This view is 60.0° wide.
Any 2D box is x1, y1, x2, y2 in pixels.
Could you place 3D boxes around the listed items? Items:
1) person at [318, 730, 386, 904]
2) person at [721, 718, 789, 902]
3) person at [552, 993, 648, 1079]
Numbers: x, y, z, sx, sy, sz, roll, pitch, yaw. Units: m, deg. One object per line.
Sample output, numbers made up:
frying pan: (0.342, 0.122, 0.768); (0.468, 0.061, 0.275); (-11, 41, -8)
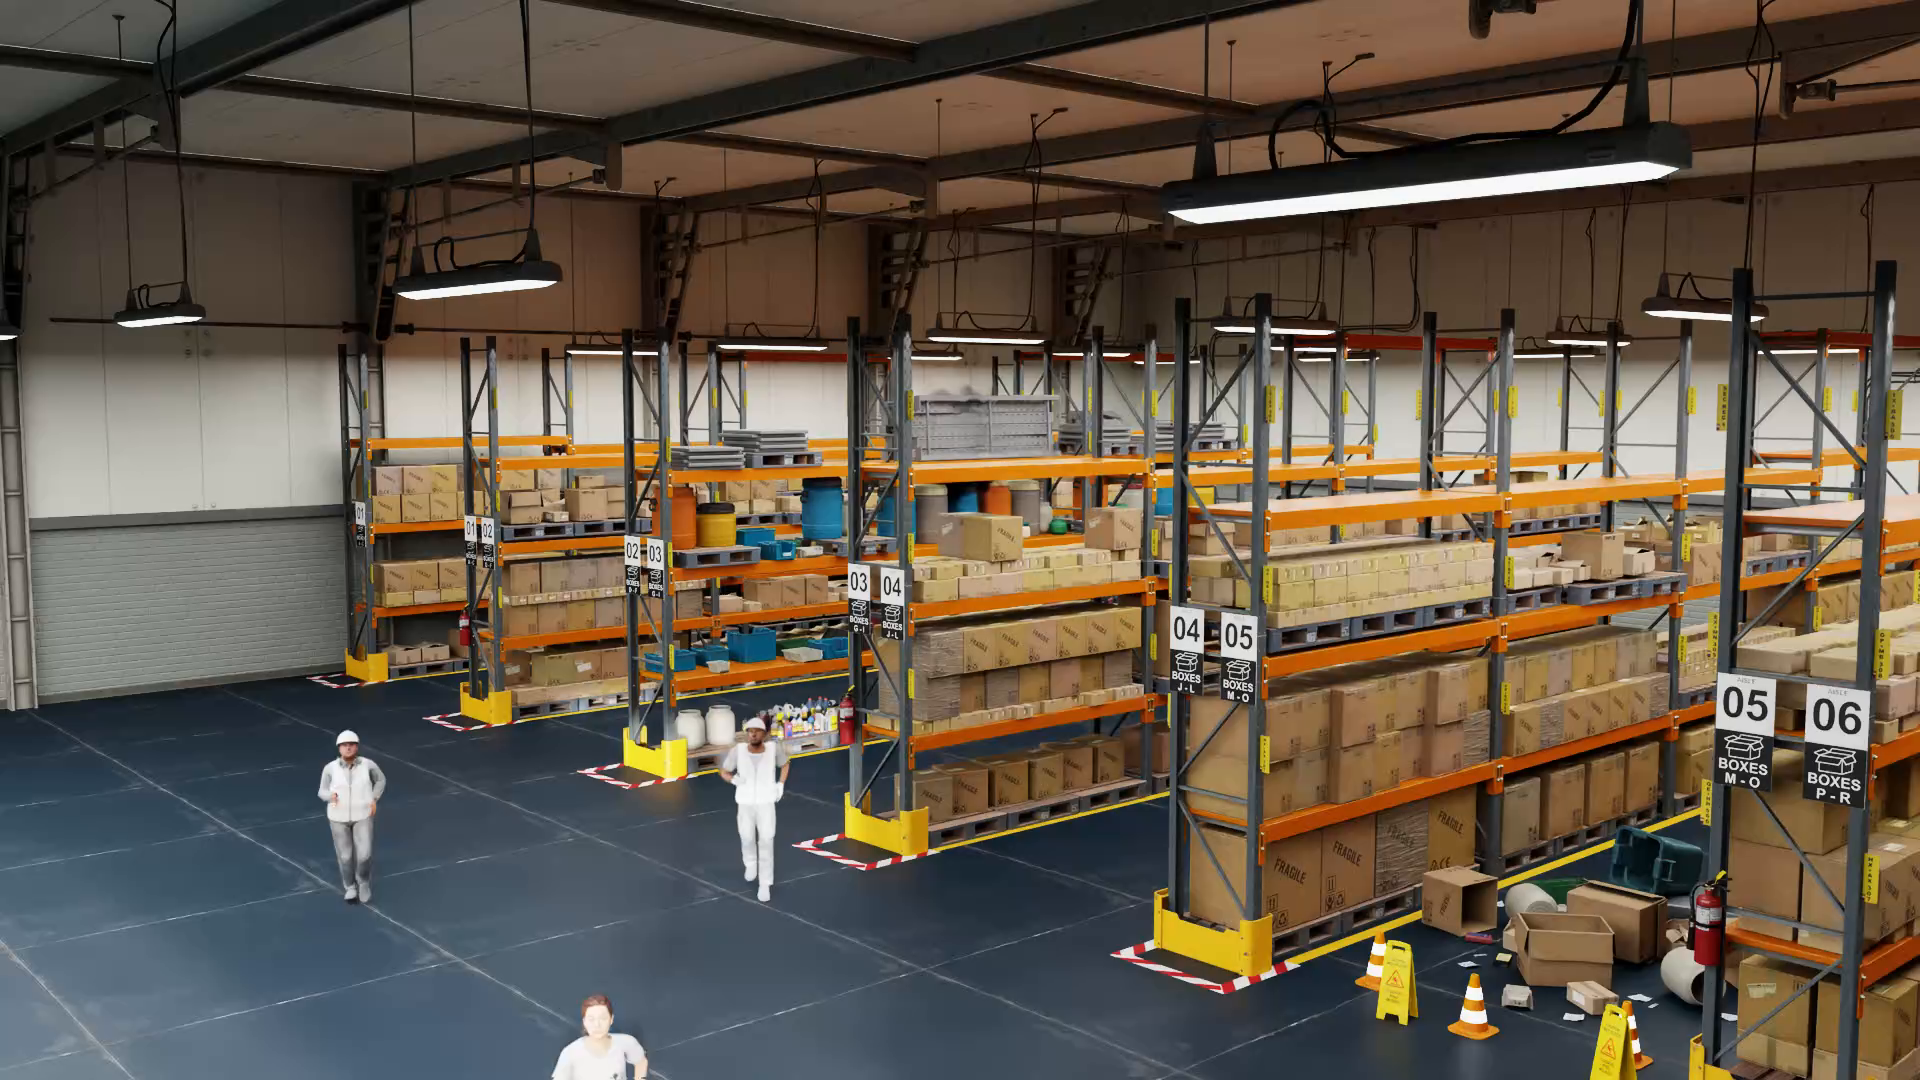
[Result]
person: (-6.093, 2.800, 16.678); (0.642, 1.767, 0.647); (-2, 5, -17)
person: (-2.121, 2.728, 17.145); (0.683, 1.808, 0.871); (0, 5, -1)
person: (-2.095, 3.461, 9.696); (0.568, 1.664, 0.934); (-1, 5, -13)
